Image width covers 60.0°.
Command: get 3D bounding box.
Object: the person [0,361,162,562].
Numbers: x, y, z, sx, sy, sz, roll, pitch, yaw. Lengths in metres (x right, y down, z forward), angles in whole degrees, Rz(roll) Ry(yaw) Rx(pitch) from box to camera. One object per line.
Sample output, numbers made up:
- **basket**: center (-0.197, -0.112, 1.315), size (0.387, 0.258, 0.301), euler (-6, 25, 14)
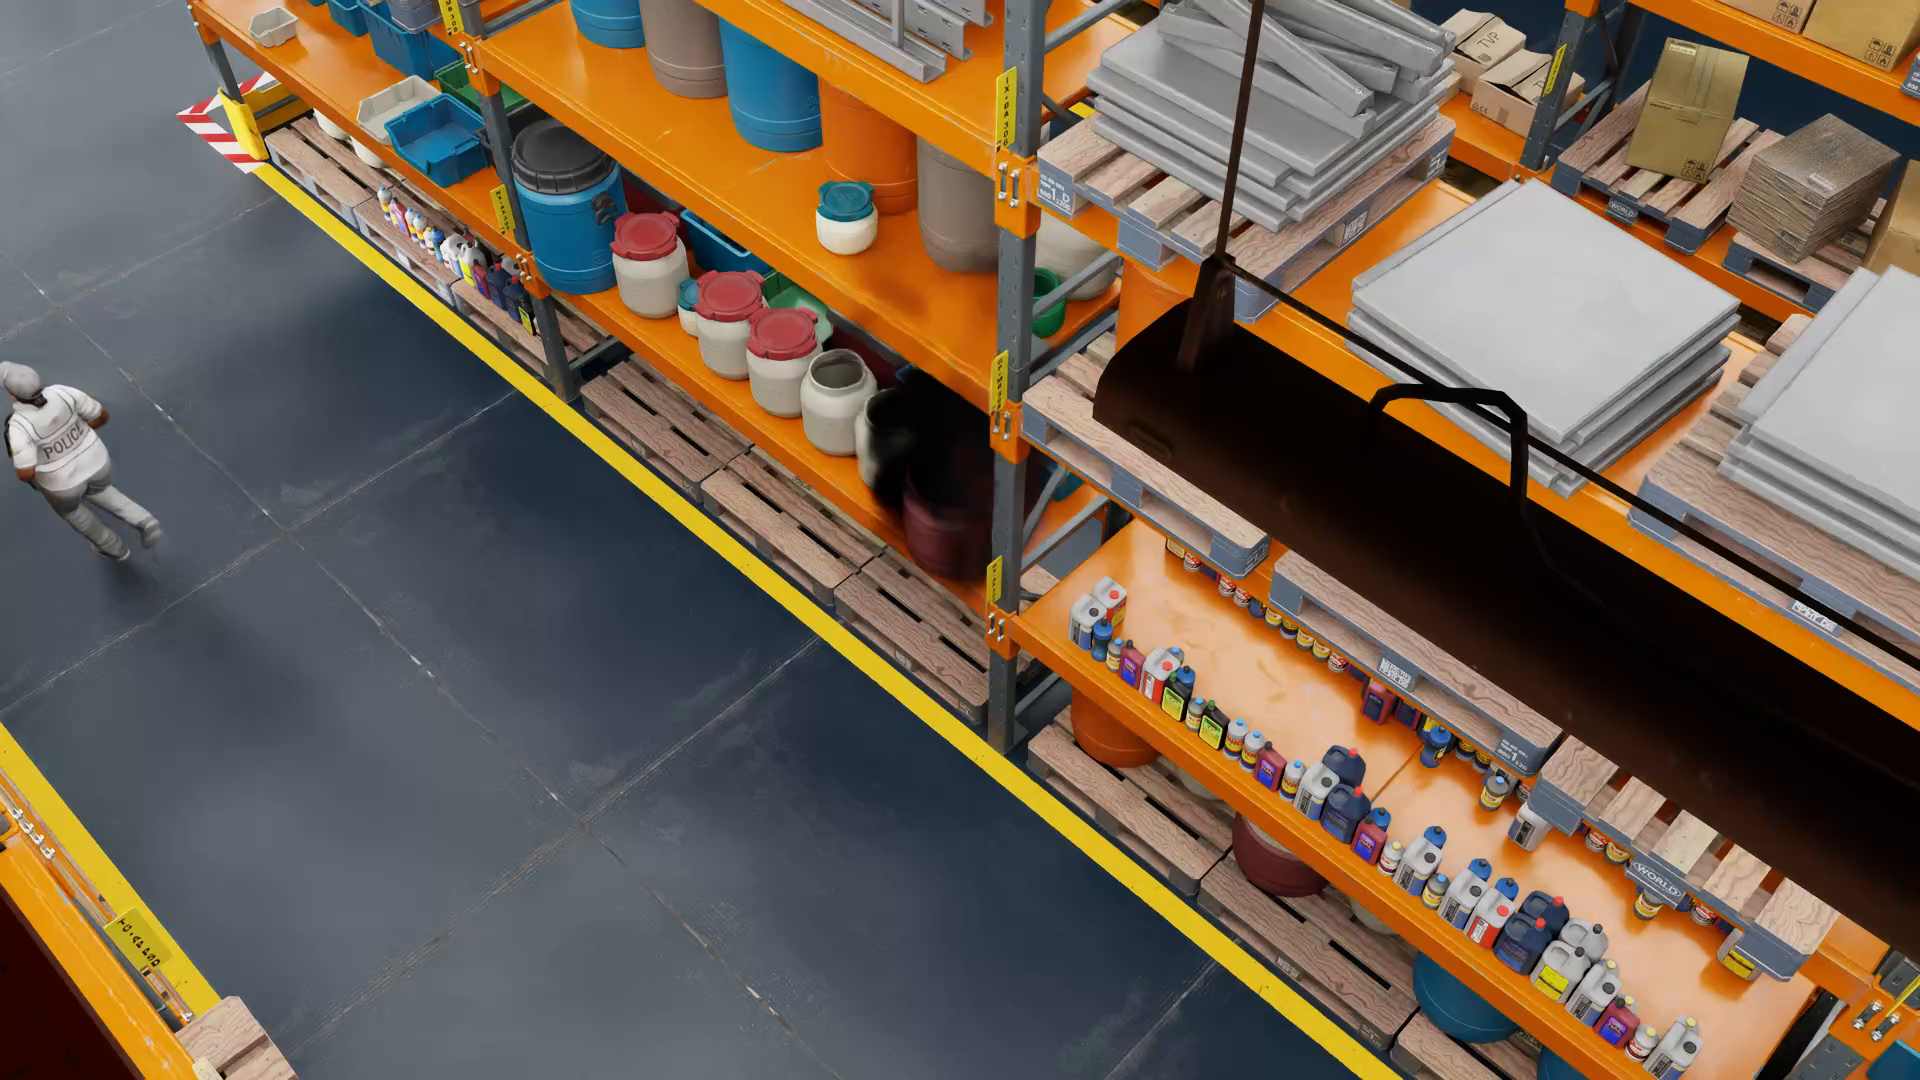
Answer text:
- **person**: center (-5.091, -0.398, 9.596), size (0.584, 1.610, 0.591), euler (24, 54, 19)
